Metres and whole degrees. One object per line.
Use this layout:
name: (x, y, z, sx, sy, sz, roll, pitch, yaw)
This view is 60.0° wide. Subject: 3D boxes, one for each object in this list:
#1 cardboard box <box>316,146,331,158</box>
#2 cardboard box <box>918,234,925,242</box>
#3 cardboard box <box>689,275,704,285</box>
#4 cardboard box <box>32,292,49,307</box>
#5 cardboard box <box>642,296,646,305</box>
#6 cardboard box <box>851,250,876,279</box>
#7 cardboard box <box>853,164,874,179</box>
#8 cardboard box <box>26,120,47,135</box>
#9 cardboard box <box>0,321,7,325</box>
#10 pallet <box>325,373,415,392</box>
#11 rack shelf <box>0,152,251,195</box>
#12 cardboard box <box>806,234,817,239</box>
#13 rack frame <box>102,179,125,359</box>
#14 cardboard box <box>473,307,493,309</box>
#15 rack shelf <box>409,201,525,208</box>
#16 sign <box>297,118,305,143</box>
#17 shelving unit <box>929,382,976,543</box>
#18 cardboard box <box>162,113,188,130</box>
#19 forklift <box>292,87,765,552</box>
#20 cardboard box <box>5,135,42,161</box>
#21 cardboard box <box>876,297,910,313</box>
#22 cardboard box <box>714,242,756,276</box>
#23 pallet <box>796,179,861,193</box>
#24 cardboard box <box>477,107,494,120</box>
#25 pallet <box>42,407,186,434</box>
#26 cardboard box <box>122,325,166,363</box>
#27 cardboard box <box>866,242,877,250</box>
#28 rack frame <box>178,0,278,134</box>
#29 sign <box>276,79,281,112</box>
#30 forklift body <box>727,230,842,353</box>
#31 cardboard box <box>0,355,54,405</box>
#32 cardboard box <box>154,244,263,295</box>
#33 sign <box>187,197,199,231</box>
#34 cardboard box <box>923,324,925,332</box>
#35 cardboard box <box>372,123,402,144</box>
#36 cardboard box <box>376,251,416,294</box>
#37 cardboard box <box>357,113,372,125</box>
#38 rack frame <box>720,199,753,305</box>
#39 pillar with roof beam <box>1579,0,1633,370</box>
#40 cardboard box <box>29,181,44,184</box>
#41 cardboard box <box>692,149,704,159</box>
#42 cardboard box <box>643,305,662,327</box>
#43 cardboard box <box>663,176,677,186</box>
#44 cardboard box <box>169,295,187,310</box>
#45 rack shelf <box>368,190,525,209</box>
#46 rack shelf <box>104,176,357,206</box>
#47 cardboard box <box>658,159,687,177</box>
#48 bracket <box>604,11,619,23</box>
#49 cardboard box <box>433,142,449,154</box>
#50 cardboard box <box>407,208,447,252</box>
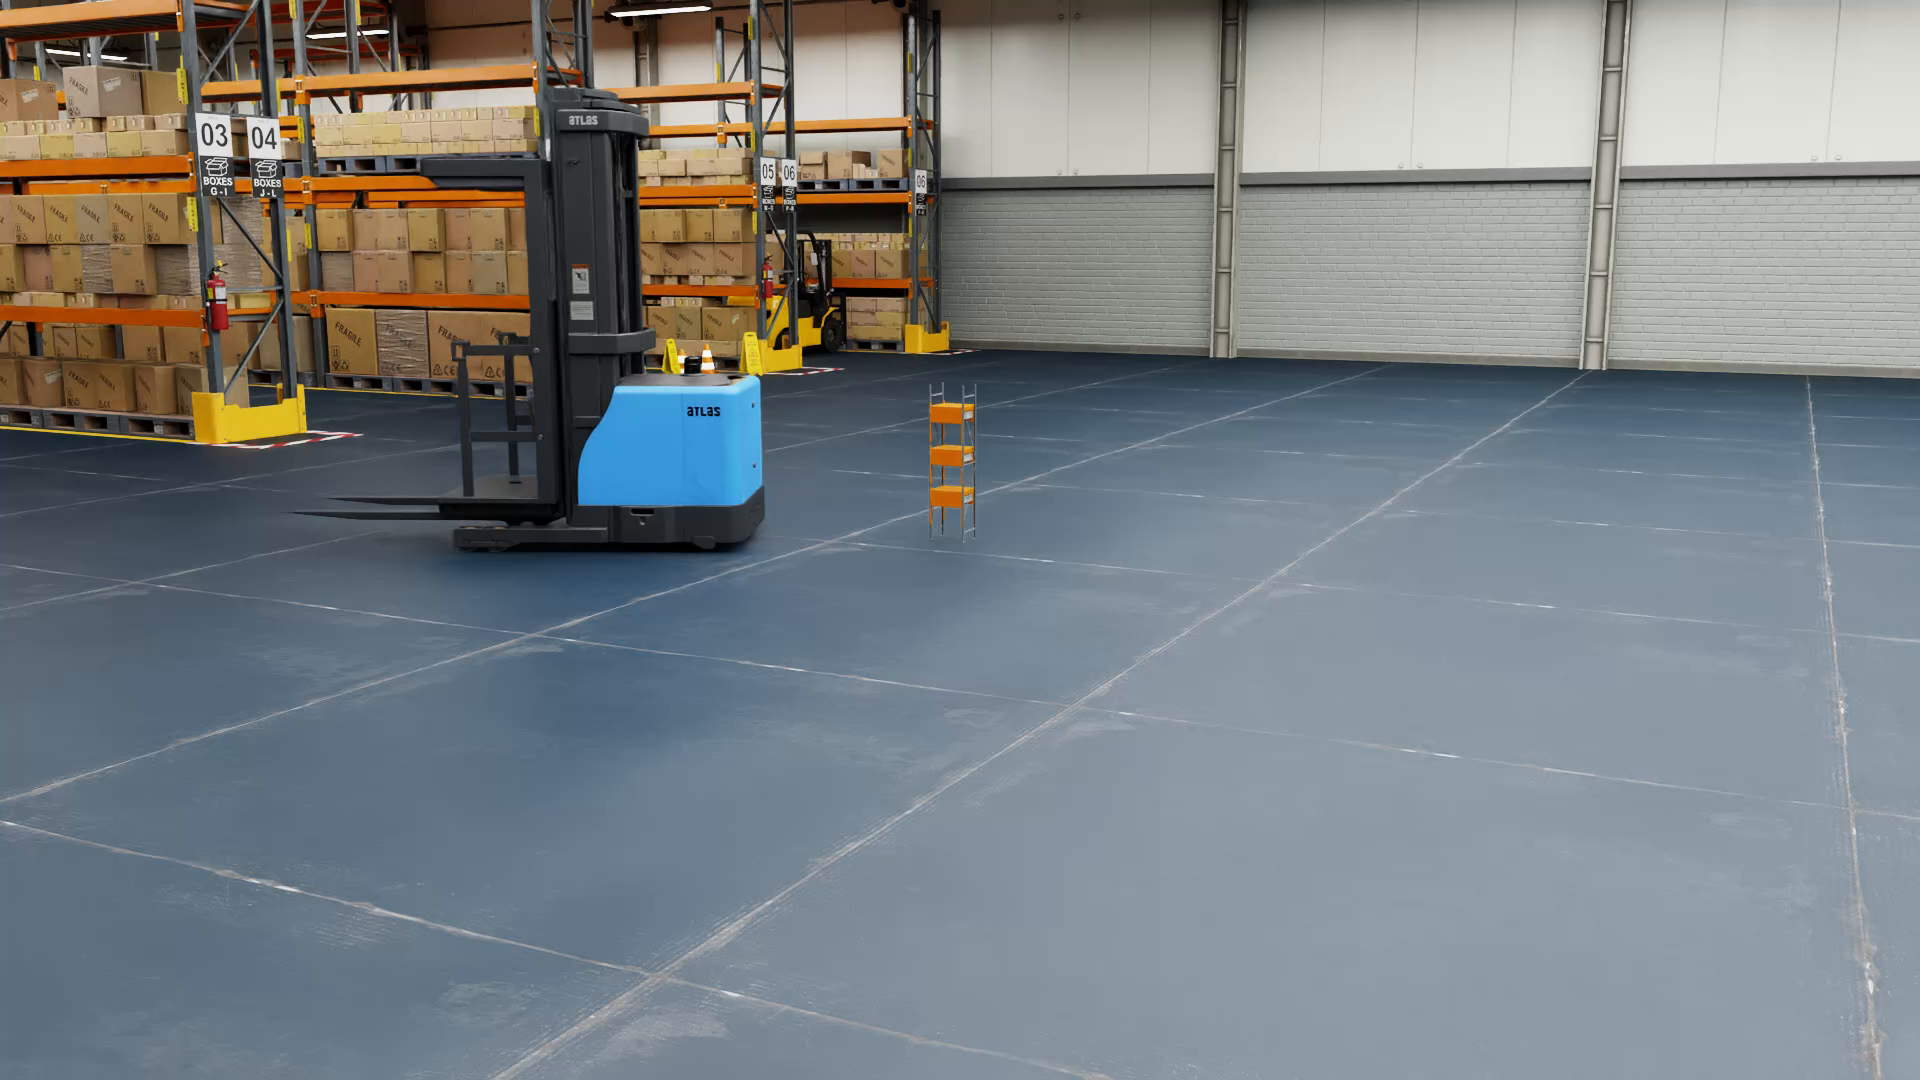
cardboard box: (-8.321, -5.153, 22.101, 0.250, 0.149, 0.380, 5, 11, 25)
cardboard box: (-0.824, -5.479, 30.144, 0.250, 0.149, 0.380, 5, 11, 25)
cardboard box: (-3.981, -4.024, 25.746, 0.250, 0.149, 0.380, 5, 12, 27)
cardboard box: (-9.591, -2.560, 17.658, 0.250, 0.149, 0.380, 5, 11, 26)
cardboard box: (-5.198, -3.798, 26.406, 0.250, 0.149, 0.380, 6, 12, 29)
cardboard box: (-1.636, -4.992, 30.110, 0.500, 0.500, 0.500, 5, 12, 28)
cardboard box: (-1.722, -6.606, 29.804, 0.258, 0.266, 0.396, 5, 11, 26)
cardboard box: (-9.441, -4.270, 17.280, 0.250, 0.149, 0.380, 5, 11, 25)
cardboard box: (-14.647, -3.461, 25.667, 0.500, 0.250, 0.500, 5, 12, 27)
pallet: (-7.850, -2.183, 22.698, 1.213, 0.211, 1.003, 5, 11, 26)
rack shelf: (-8.989, -3.808, 17.443, 4.000, 0.370, 1.077, 5, 11, 26)
cardboard box: (-2.628, -5.556, 30.567, 0.250, 0.149, 0.380, 5, 11, 26)
rack frame: (-12.084, -3.943, 24.592, 0.127, 3.000, 1.000, 5, 11, 26)
cardboard box: (-9.655, -4.630, 34.228, 0.500, 0.500, 0.500, 5, 11, 24)
rack shelf: (-9.585, -6.814, 34.054, 4.000, 0.370, 1.077, 5, 11, 26)
sign: (-8.729, -5.425, 22.026, 0.005, 0.325, 0.100, 5, 11, 26)
shelving unit: (-0.048, -0.521, 11.160, 0.252, 1.050, 0.215, 5, 11, 26)
cardboard box: (-7.582, -4.098, 16.332, 0.250, 0.149, 0.380, 5, 11, 26)
forklift: (-2.896, -1.456, 11.044, 3.031, 2.935, 1.130, 0, 10, 2)
cardboard box: (-9.575, -4.087, 17.390, 0.500, 0.250, 0.500, 5, 11, 24)
cardboard box: (-1.169, -4.236, 29.946, 0.500, 0.250, 0.500, 5, 12, 28)
cardboard box: (-3.419, -4.305, 25.479, 0.500, 0.500, 0.500, 5, 11, 25)
pallet: (-2.338, -6.492, 30.504, 1.213, 0.211, 1.003, 5, 11, 26)
cardboard box: (-5.815, -5.325, 20.815, 0.250, 0.149, 0.380, 5, 12, 27)
pallet: (-9.067, -1.328, 17.974, 1.213, 0.211, 1.003, 5, 11, 26)
cardboard box: (-11.578, -2.980, 24.410, 0.750, 0.750, 1.050, 5, 11, 25)
cardboard box: (-1.500, -5.300, 29.992, 0.250, 0.149, 0.380, 5, 12, 27)
rack frame: (-7.195, -5.480, 16.241, 0.127, 3.000, 1.000, 5, 11, 26)
sign: (-6.955, -4.521, 16.910, 0.005, 0.325, 0.100, 5, 11, 26)
forklift body: (-3.125, -4.344, 29.194, 1.214, 2.155, 2.313, 5, 11, 26)
cardboard box: (-10.442, -1.782, 18.493, 0.500, 0.500, 0.500, 5, 11, 24)
cardboard box: (-7.676, -2.771, 17.004, 0.500, 0.500, 0.875, 5, 11, 26)
sign: (-7.459, -3.166, 16.163, 0.005, 0.325, 0.100, 5, 11, 26)
cardboard box: (-0.972, -3.827, 30.497, 0.500, 0.250, 0.500, 5, 11, 26)
cardboard box: (-7.277, -5.269, 21.626, 0.500, 0.250, 0.500, 5, 11, 25)
cardboard box: (-7.226, -3.573, 22.128, 0.550, 0.550, 0.875, 5, 11, 26)
cardboard box: (-7.637, -5.485, 21.699, 0.250, 0.149, 0.380, 5, 11, 25)
rack frame: (-4.205, -5.219, 31.644, 0.127, 3.000, 1.000, 5, 11, 26)
pillar with roof beam: (8.013, -6.421, 21.443, 0.400, 9.000, 9.100, 5, 11, 26)
cardboard box: (-13.610, -5.550, 24.768, 0.500, 0.500, 0.500, 5, 11, 26)
cardboard box: (-3.900, -5.907, 25.489, 0.250, 0.149, 0.380, 5, 11, 26)
cardboard box: (-5.039, -3.478, 26.458, 0.500, 0.500, 0.500, 6, 12, 29)
cardboard box: (-4.390, -5.552, 25.767, 0.250, 0.149, 0.380, 5, 11, 24)
cardboard box: (-7.766, -2.414, 16.849, 0.250, 0.149, 0.380, 5, 11, 26)
rack shelf: (-8.191, -5.706, 27.930, 4.000, 0.370, 1.077, 5, 11, 26)
rack shelf: (-10.291, -4.907, 23.518, 4.000, 0.370, 1.077, 5, 11, 26)
cardboard box: (-4.307, -5.737, 25.667, 0.500, 0.250, 0.500, 5, 12, 27)
bracket: (-6.753, -10.275, 32.626, 0.430, 0.232, 0.235, 5, 11, 26)
cardboard box: (-6.497, -4.993, 21.217, 0.250, 0.149, 0.380, 5, 11, 26)
cardboard box: (-6.735, -4.068, 21.833, 0.500, 0.550, 0.875, 5, 11, 26)
